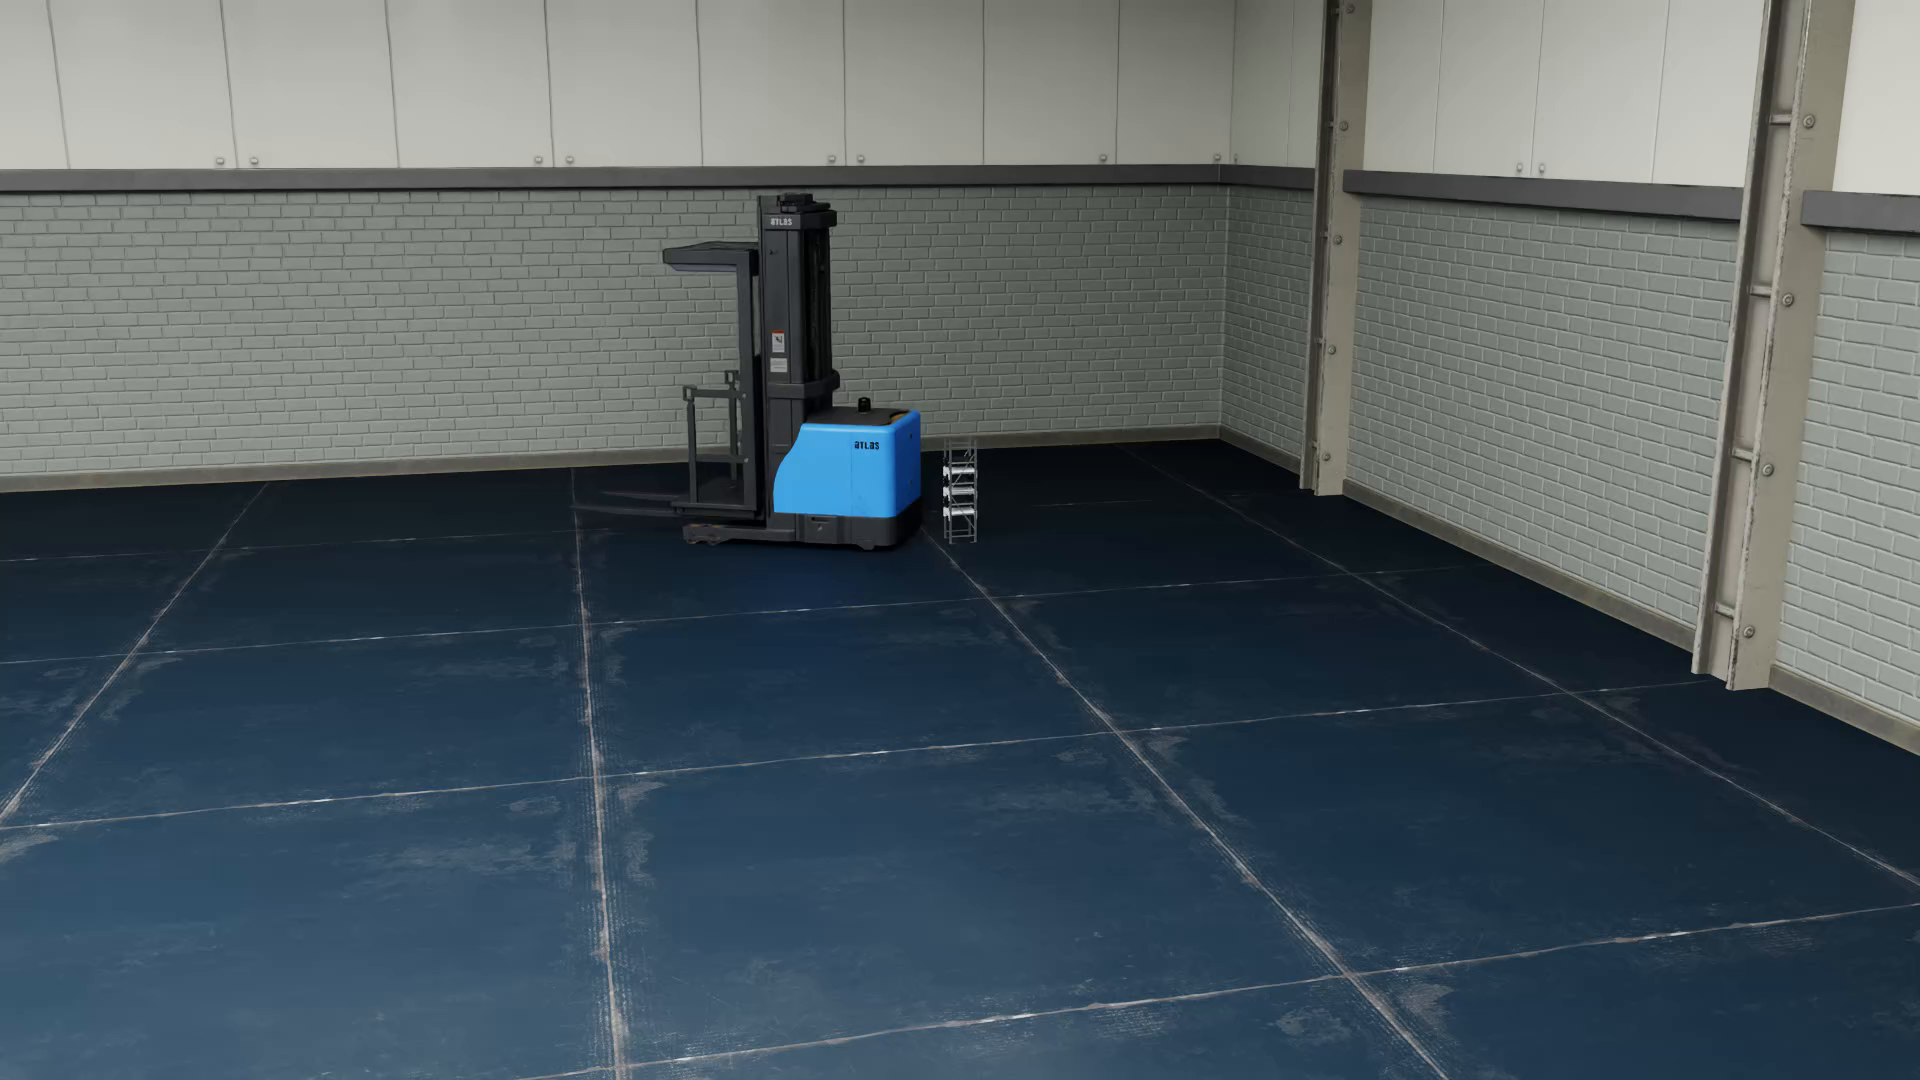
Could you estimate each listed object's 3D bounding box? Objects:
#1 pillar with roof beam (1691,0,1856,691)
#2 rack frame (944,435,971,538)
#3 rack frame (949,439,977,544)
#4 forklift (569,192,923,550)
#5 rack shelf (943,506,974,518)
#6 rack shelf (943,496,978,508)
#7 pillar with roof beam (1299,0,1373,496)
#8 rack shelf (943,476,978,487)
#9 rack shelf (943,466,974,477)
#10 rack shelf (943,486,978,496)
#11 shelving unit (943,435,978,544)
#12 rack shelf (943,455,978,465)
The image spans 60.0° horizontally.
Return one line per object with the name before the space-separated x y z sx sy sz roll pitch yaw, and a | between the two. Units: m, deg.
pillar with roof beam | 0.800 -3.233 8.698 9.100 9.000 0.400 -3 14 -13
rack frame | -0.022 -0.459 14.409 0.240 0.900 0.006 -3 14 -13
rack frame | 0.026 -0.412 14.217 0.240 0.900 0.006 -3 14 -13
forklift | -1.905 -1.500 14.389 3.031 2.935 1.130 3 14 13
rack shelf | 0.002 -0.228 14.363 0.258 0.077 0.200 -3 14 -13
rack shelf | 0.002 -0.315 14.342 0.258 0.077 0.200 -3 14 -13
pillar with roof beam | -0.610 -4.617 14.364 9.100 9.000 0.400 -3 14 -13
rack shelf | 0.002 -0.490 14.299 0.258 0.077 0.200 -3 14 -13
rack shelf | 0.002 -0.578 14.278 0.258 0.077 0.200 -3 14 -13
rack shelf | 0.002 -0.403 14.320 0.258 0.077 0.200 -3 14 -13
shelving unit | 0.002 -0.435 14.313 0.258 0.900 0.210 -3 14 -13
rack shelf | 0.002 -0.665 14.256 0.258 0.077 0.200 -3 14 -13
